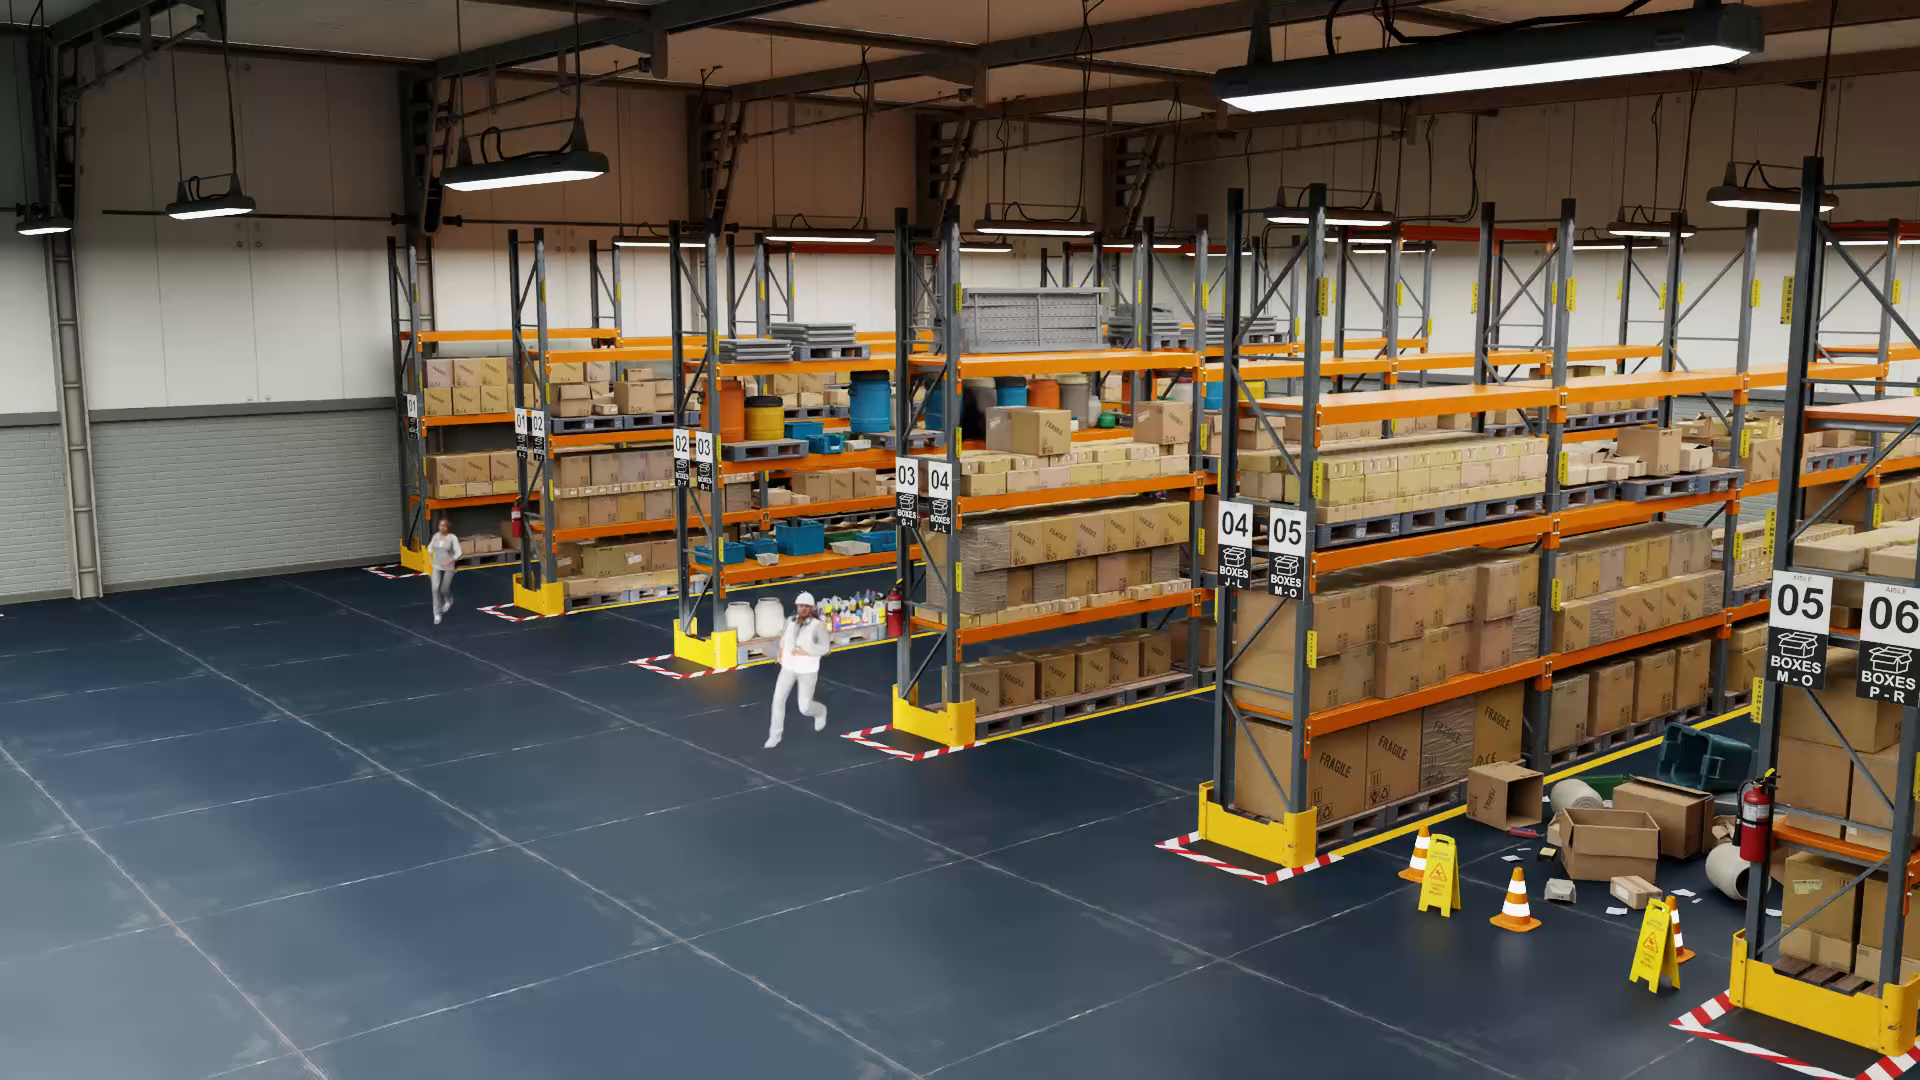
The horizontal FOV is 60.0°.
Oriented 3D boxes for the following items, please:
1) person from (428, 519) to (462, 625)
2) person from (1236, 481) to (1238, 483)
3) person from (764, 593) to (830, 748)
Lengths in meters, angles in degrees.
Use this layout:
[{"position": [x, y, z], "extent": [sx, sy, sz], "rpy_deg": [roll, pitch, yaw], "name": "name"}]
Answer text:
[{"position": [-7.964, 0.455, 25.695], "extent": [0.550, 1.585, 0.822], "rpy_deg": [0, 9, -3], "name": "person"}, {"position": [5.904, -0.954, 34.650], "extent": [0.609, 1.619, 0.548], "rpy_deg": [7, 11, 38], "name": "person"}, {"position": [-1.780, 1.449, 18.829], "extent": [0.683, 1.740, 0.855], "rpy_deg": [4, 10, 23], "name": "person"}]
